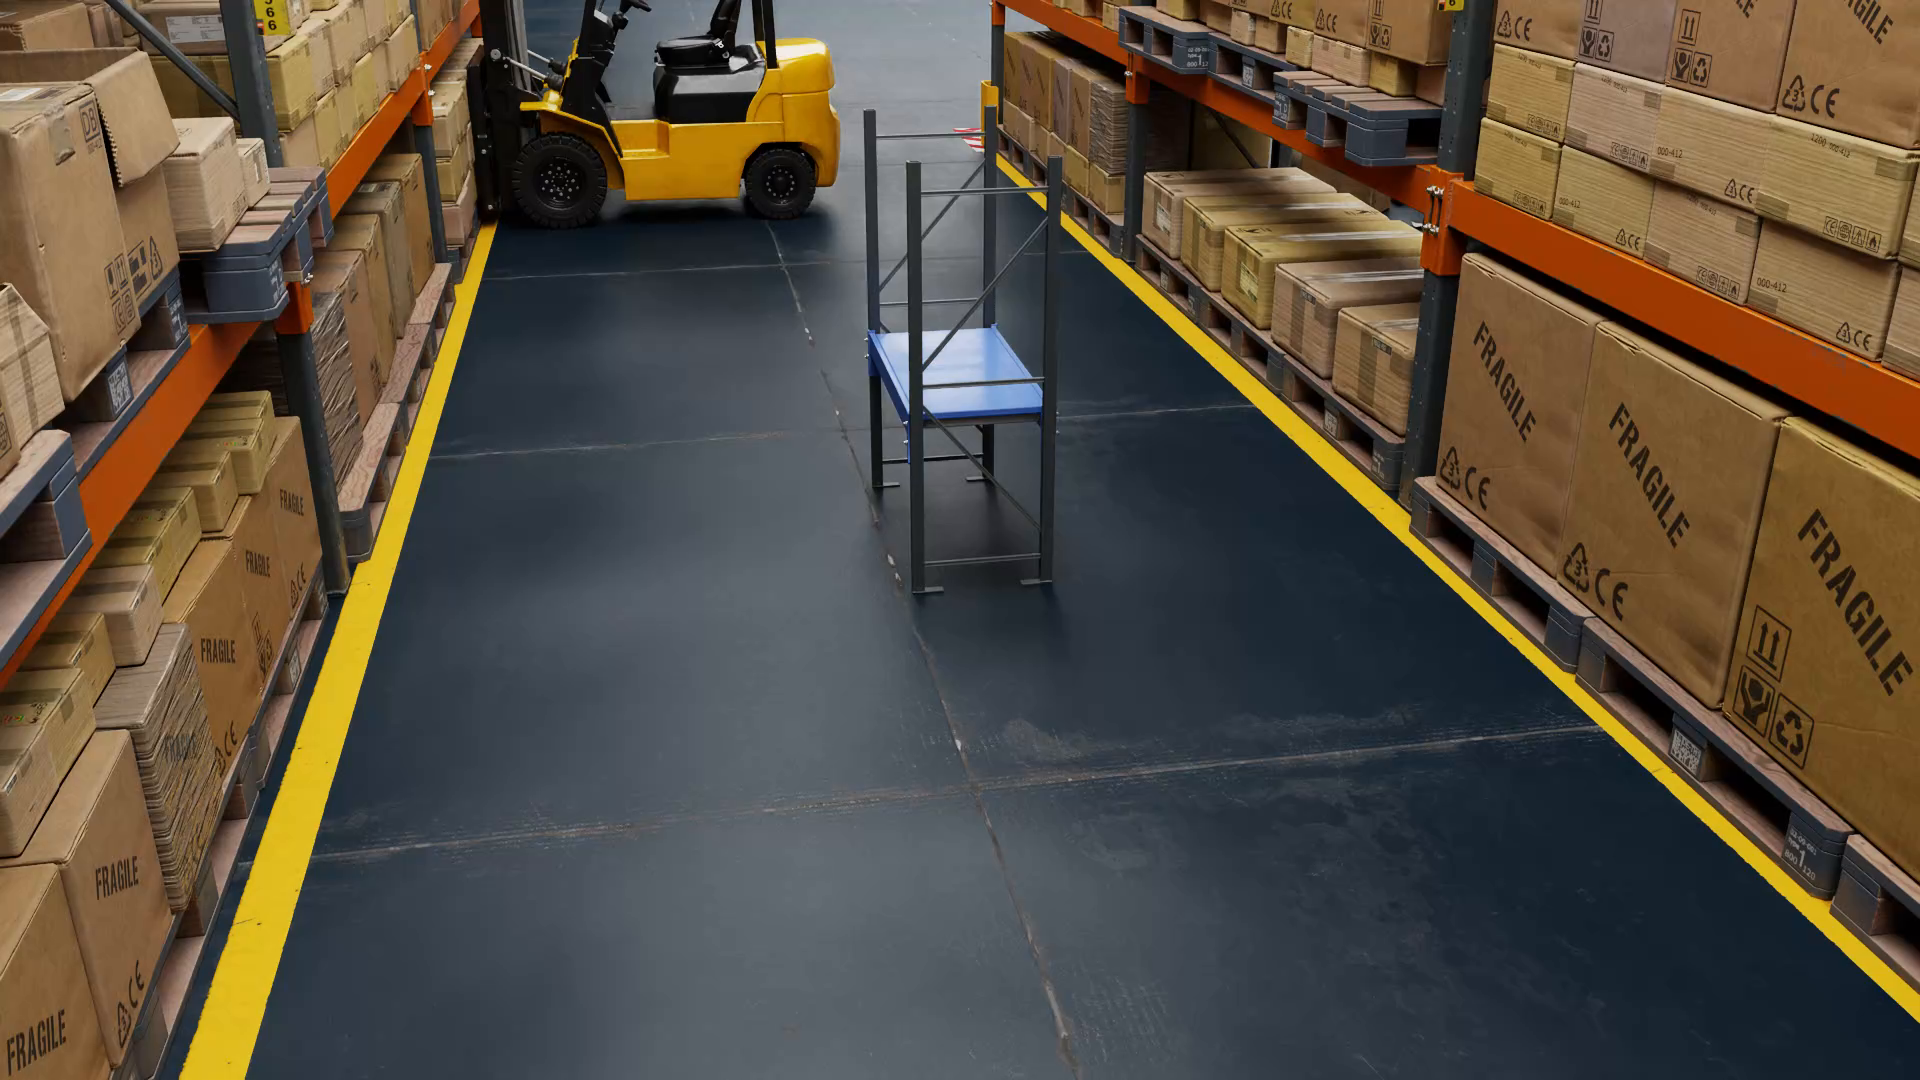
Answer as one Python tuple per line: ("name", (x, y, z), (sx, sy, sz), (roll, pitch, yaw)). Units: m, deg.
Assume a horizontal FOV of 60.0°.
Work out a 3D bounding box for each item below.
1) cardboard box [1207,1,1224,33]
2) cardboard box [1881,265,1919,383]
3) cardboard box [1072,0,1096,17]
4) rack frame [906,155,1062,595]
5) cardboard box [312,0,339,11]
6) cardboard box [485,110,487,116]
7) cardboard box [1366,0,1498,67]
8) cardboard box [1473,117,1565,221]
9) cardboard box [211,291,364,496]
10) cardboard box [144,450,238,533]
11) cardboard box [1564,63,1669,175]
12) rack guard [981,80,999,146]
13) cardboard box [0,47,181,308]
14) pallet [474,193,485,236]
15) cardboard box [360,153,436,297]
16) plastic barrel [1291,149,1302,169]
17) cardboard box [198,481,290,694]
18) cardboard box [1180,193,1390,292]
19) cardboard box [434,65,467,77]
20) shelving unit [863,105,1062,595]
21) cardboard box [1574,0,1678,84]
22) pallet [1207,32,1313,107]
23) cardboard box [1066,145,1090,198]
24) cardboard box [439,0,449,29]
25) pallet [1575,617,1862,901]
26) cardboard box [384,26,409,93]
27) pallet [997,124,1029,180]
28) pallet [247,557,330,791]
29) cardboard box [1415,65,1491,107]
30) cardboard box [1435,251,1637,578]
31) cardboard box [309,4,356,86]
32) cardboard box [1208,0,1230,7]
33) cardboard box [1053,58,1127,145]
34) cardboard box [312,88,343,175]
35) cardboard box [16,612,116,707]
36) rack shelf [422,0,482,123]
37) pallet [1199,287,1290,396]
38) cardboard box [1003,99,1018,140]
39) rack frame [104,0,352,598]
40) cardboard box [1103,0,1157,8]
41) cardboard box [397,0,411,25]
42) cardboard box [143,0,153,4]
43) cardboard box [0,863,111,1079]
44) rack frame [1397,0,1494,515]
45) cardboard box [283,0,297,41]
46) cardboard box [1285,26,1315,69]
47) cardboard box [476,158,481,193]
("cardboard box", (1.458, -2.635, 8.324), (0.380, 0.149, 0.250), (-4, 24, -9))
("cardboard box", (2.476, -0.450, 3.720), (0.500, 0.250, 0.500), (-5, 24, -11))
("cardboard box", (0.945, -3.495, 10.820), (0.380, 0.149, 0.250), (-5, 24, -11))
("rack frame", (0.078, -0.521, 5.569), (0.500, 1.500, 0.032), (-4, 24, -10))
("cardboard box", (-2.662, -2.162, 6.518), (0.380, 0.149, 0.250), (-4, 24, -9))
("cardboard box", (-3.527, -2.905, 11.441), (0.500, 0.250, 0.500), (-5, 24, -11))
("cardboard box", (1.877, -2.067, 6.213), (0.500, 0.500, 0.500), (-5, 24, -11))
("cardboard box", (2.077, -1.254, 5.561), (0.500, 0.250, 0.500), (-5, 24, -11))
("cardboard box", (-2.745, -0.516, 6.125), (0.875, 0.625, 0.625), (-4, 24, -8))
("cardboard box", (-2.217, -0.122, 4.569), (0.380, 0.149, 0.250), (-5, 24, -12))
("cardboard box", (2.180, -1.273, 4.981), (0.500, 0.250, 0.500), (-4, 24, -8))
("rack guard", (0.769, -3.505, 13.651), (1.175, 0.500, 0.348), (-4, 24, -10))
("cardboard box", (-2.160, -0.777, 3.627), (0.797, 0.503, 0.637), (-5, 24, -11))
("pallet", (-3.718, -2.257, 11.155), (1.003, 0.211, 1.213), (-4, 24, -10))
("cardboard box", (-3.275, -1.638, 8.696), (0.875, 0.625, 0.625), (-3, 24, -7))
("plastic barrel", (2.625, -2.800, 12.131), (0.512, 0.421, 0.421), (13, 27, 27))
("cardboard box", (-2.271, 0.136, 4.789), (0.500, 0.500, 0.500), (-5, 24, -11))
("cardboard box", (1.730, -1.607, 8.940), (0.950, 0.372, 0.625), (-3, 24, -6))
("cardboard box", (-3.441, -2.946, 10.910), (0.500, 0.250, 0.500), (-5, 24, -11))
("shelving unit", (-0.016, -0.721, 6.027), (0.538, 1.500, 1.048), (-4, 24, -10))
("cardboard box", (2.186, -1.631, 4.864), (0.500, 0.500, 0.500), (-4, 24, -10))
("pallet", (1.828, -2.222, 7.829), (1.003, 0.211, 1.213), (-4, 24, -10))
("cardboard box", (1.013, -2.461, 11.048), (0.500, 0.250, 0.500), (-5, 24, -11))
("cardboard box", (-3.416, -3.381, 10.118), (0.500, 0.500, 0.500), (-5, 24, -10))
("pallet", (2.528, 0.538, 4.753), (1.003, 0.211, 1.213), (-4, 24, -10))
("cardboard box", (-2.934, -2.294, 7.941), (0.500, 0.250, 0.500), (-4, 24, -10))
("pallet", (0.884, -3.051, 12.971), (1.003, 0.211, 1.213), (-4, 24, -10))
("pallet", (-2.542, 0.409, 5.049), (1.003, 0.211, 1.213), (-4, 24, -10))
("cardboard box", (1.942, -1.723, 6.236), (0.380, 0.149, 0.250), (-3, 24, -8))
("cardboard box", (2.280, -0.475, 5.720), (0.875, 0.875, 0.875), (-5, 24, -10))
("cardboard box", (-2.656, -1.922, 6.467), (0.500, 0.250, 0.500), (-5, 24, -11))
("cardboard box", (1.471, -2.884, 8.084), (0.500, 0.500, 0.500), (-4, 24, -10))
("cardboard box", (0.930, -2.997, 11.338), (0.500, 0.500, 0.500), (-3, 24, -7))
("cardboard box", (-2.573, -1.487, 6.095), (0.500, 0.250, 0.500), (-5, 24, -11))
("cardboard box", (-2.090, 0.290, 3.626), (0.380, 0.149, 0.250), (-4, 24, -10))
("rack shelf", (-3.753, -3.195, 10.718), (1.077, 0.370, 4.000), (-4, 24, -10))
("pallet", (1.869, -1.042, 8.373), (1.003, 0.211, 1.213), (-4, 24, -10))
("cardboard box", (0.632, -3.275, 12.912), (0.500, 0.250, 0.500), (-5, 24, -10))
("rack frame", (-2.643, -1.165, 5.170), (1.000, 3.000, 0.127), (-4, 24, -10))
("cardboard box", (1.168, -3.446, 9.895), (0.500, 0.500, 0.500), (-5, 24, -11))
("cardboard box", (-3.041, -2.725, 8.303), (0.500, 0.250, 0.500), (-5, 24, -11))
("cardboard box", (-3.134, -2.022, 6.197), (0.380, 0.149, 0.250), (-4, 24, -10))
("cardboard box", (-1.880, 0.946, 2.935), (0.500, 0.500, 0.500), (-5, 24, -10))
("rack frame", (2.234, -1.534, 6.014), (1.000, 3.000, 0.127), (-4, 24, -10))
("cardboard box", (-2.463, -1.760, 5.597), (0.380, 0.149, 0.250), (-4, 24, -9))
("cardboard box", (1.628, -2.126, 7.158), (0.380, 0.149, 0.250), (-4, 24, -9))
("cardboard box", (-3.441, -2.486, 11.106), (0.500, 0.250, 0.500), (-4, 24, -8))
